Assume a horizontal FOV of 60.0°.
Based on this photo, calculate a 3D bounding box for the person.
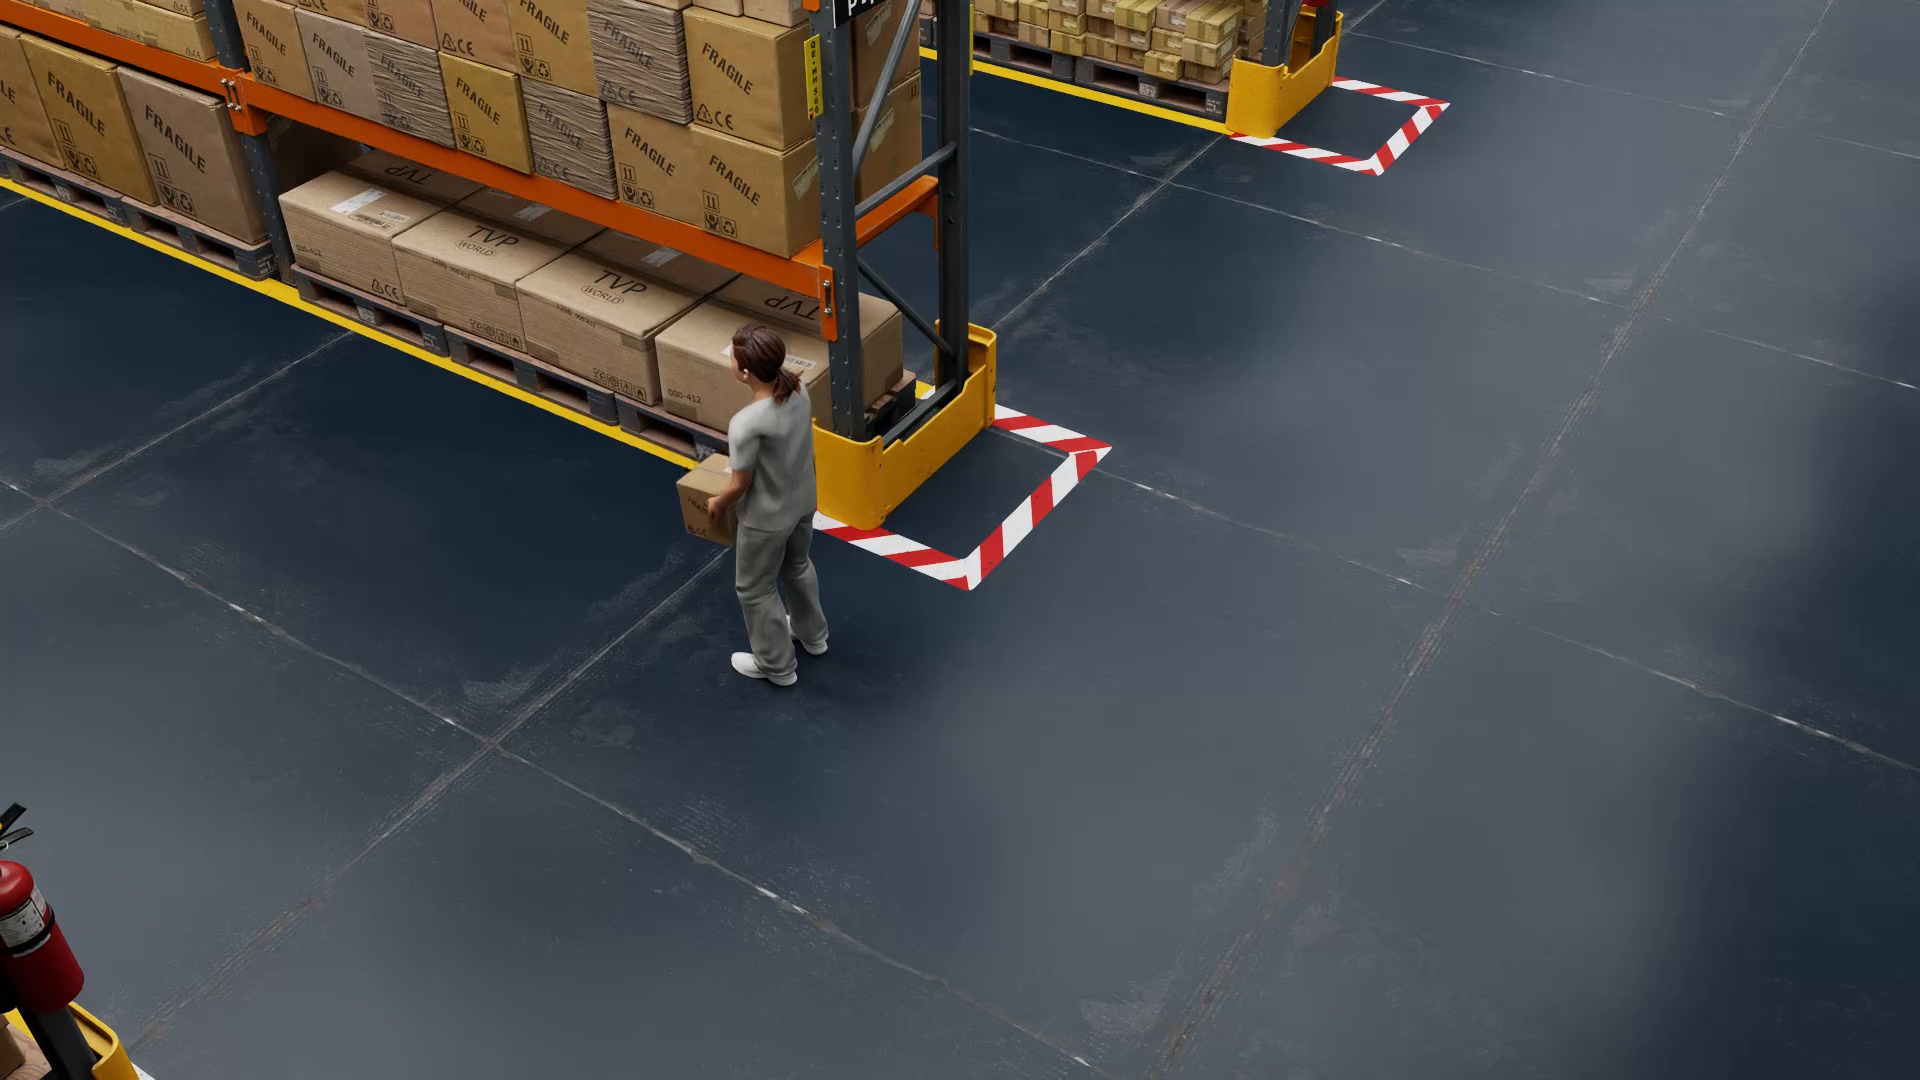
[{"bbox_3d":[-0.772,-0.135,6.659,0.412,1.676,0.466,21,43,24],"label":"person"}]
